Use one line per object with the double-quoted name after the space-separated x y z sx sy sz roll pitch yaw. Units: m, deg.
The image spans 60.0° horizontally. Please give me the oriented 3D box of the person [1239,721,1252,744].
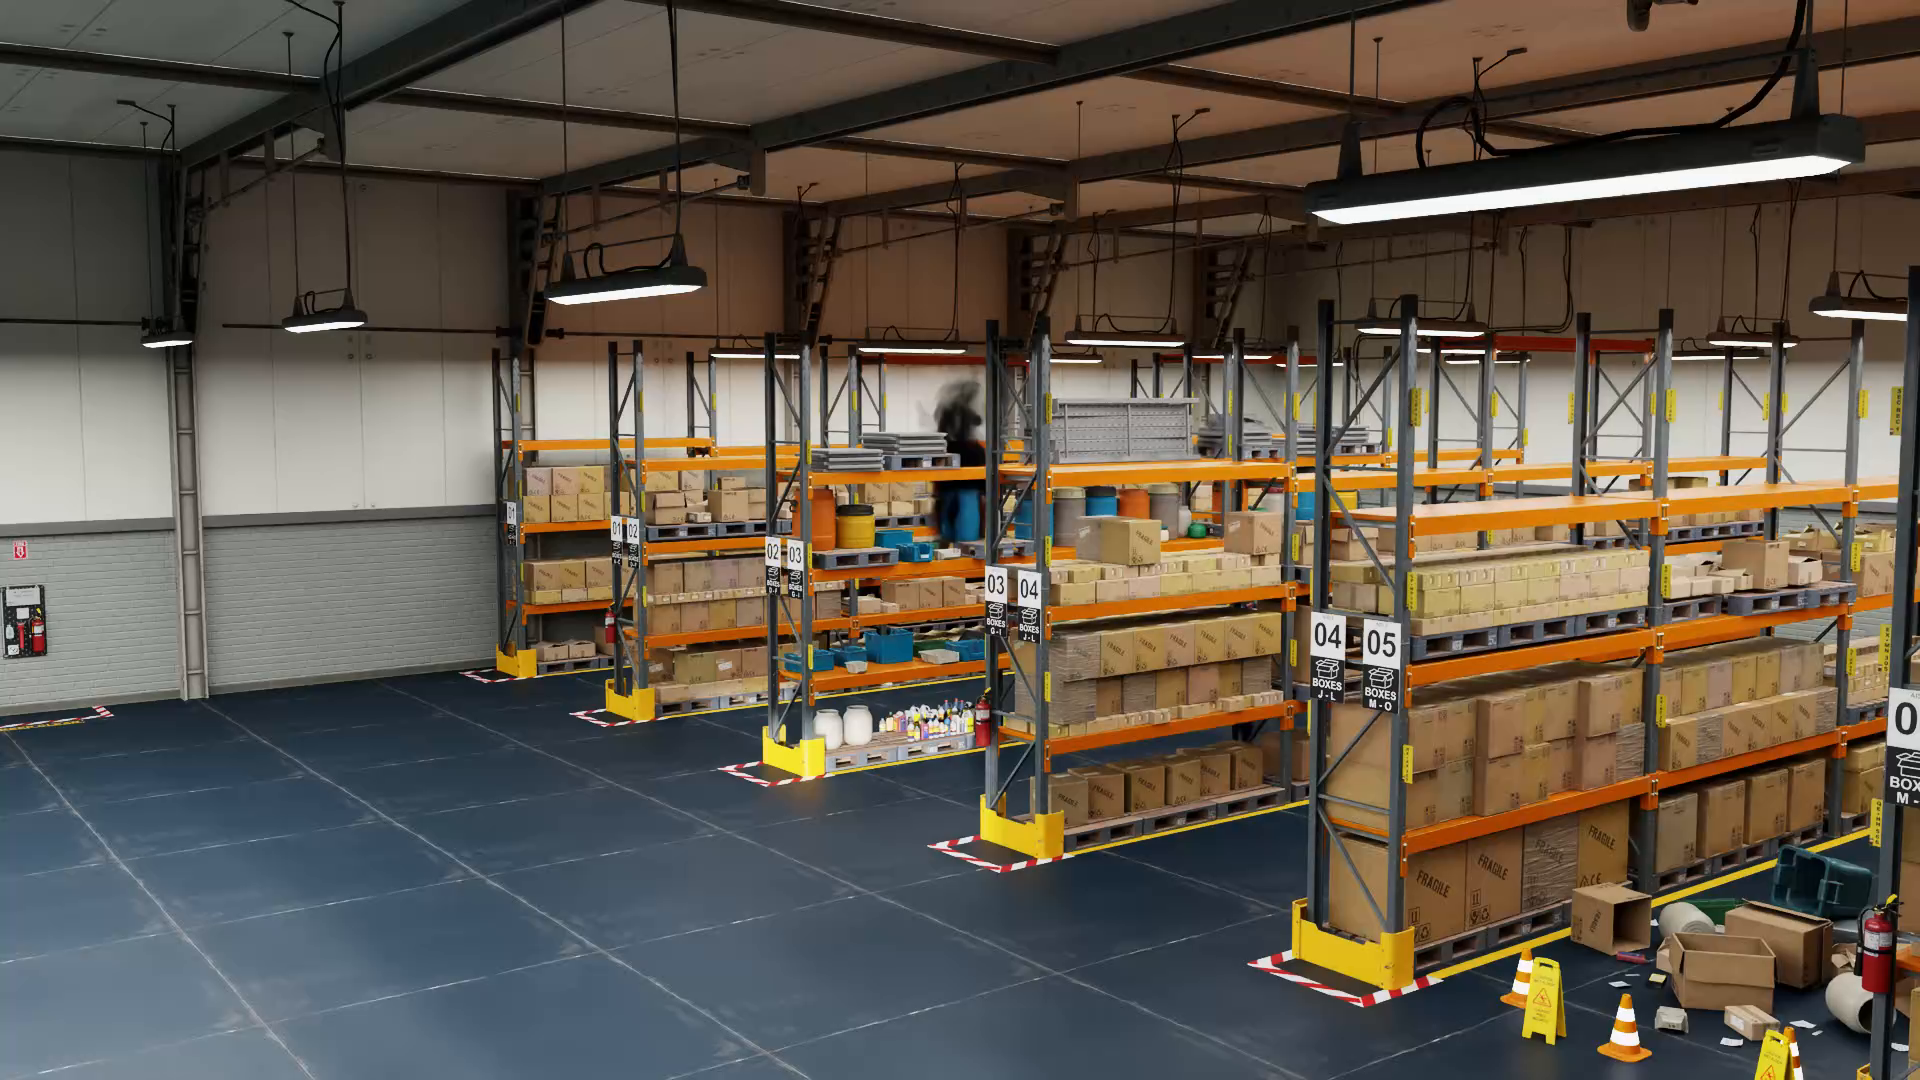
3.890 2.065 22.979 0.607 1.607 0.504 5 7 43 "person"
